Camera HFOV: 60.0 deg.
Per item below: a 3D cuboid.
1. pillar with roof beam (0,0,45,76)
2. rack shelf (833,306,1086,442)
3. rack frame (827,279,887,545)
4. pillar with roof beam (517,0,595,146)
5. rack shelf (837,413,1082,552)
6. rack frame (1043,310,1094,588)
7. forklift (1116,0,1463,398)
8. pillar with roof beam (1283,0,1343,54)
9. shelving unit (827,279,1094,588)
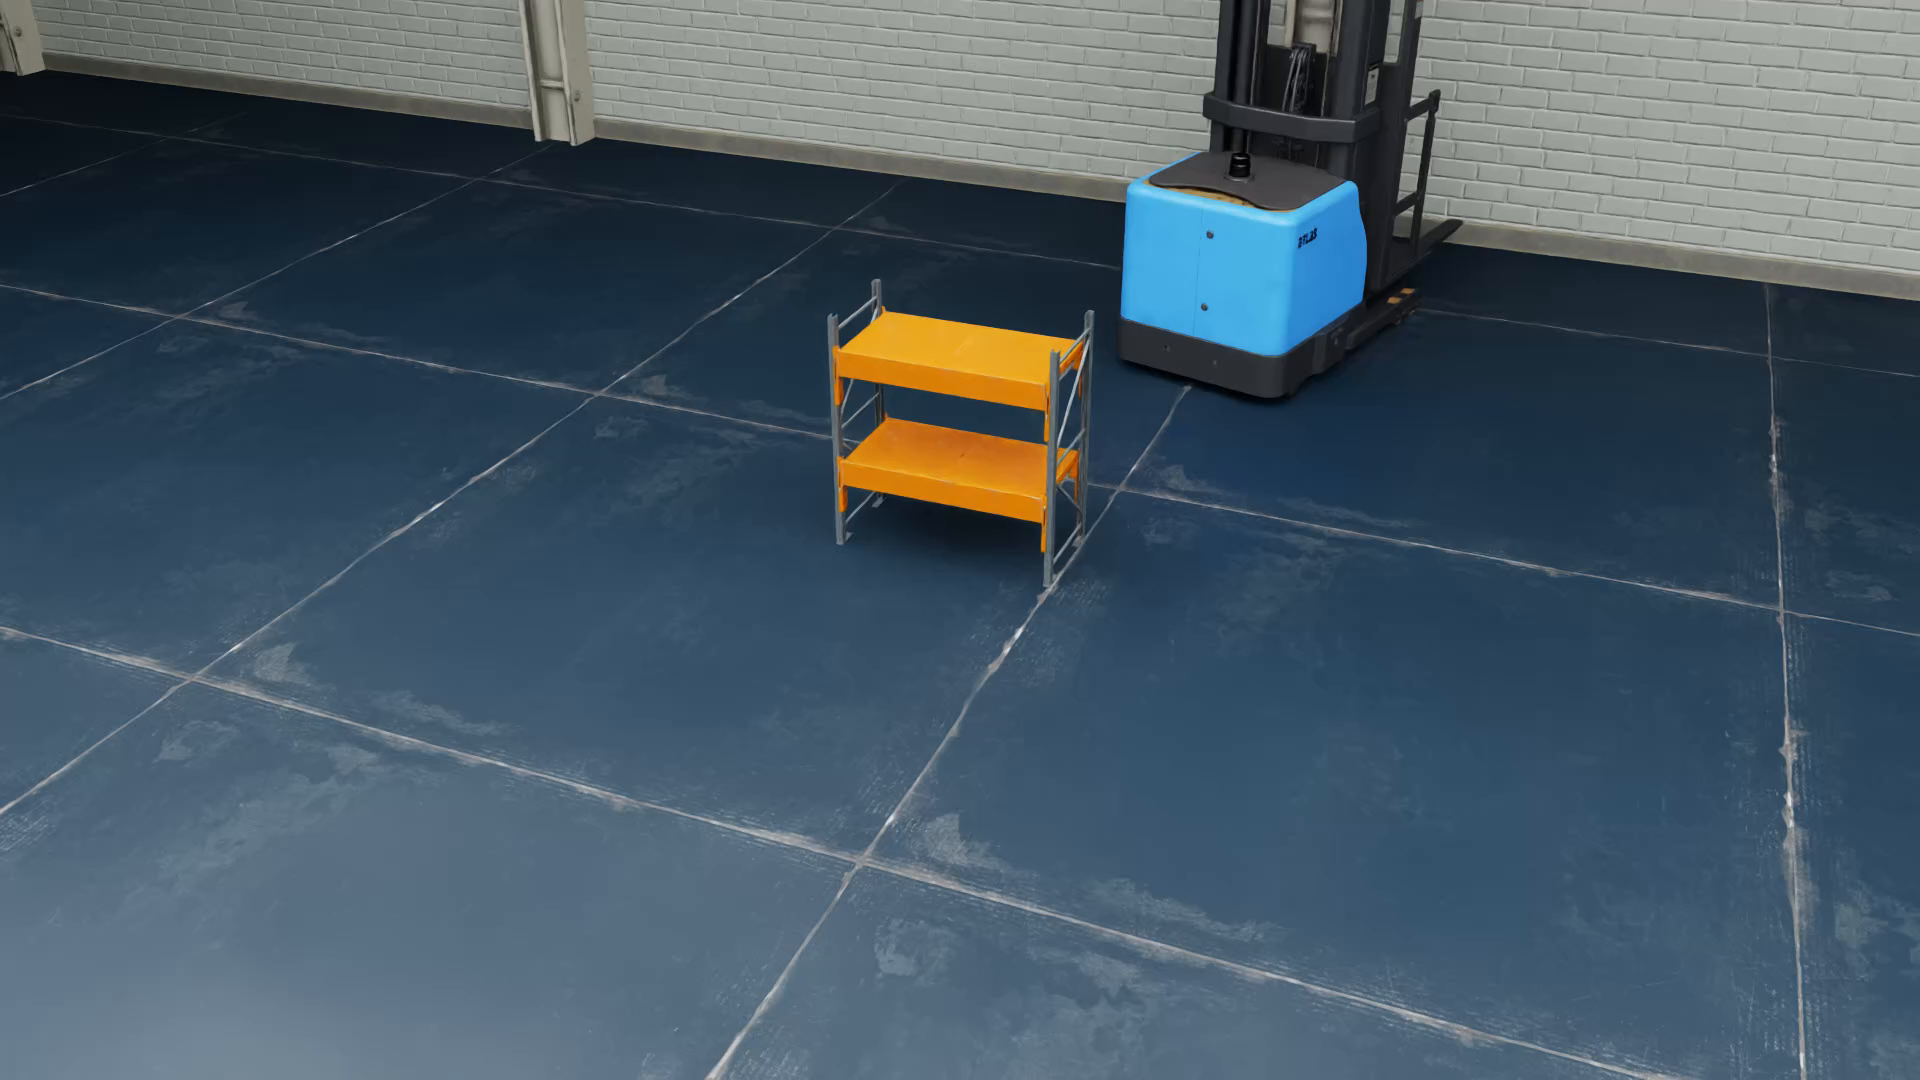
[{"bbox_3d":[-10.382,-6.331,9.806,0.400,9.000,9.100,11,31,19],"label":"pillar with roof beam"},{"bbox_3d":[0.006,-0.743,7.327,1.000,0.278,0.538,11,31,19],"label":"rack shelf"},{"bbox_3d":[-0.465,-0.582,7.637,0.032,1.125,0.500,11,31,19],"label":"rack frame"},{"bbox_3d":[-4.822,-5.221,7.842,0.400,9.000,9.100,11,31,19],"label":"pillar with roof beam"},{"bbox_3d":[0.006,-0.276,7.591,1.000,0.278,0.538,11,31,19],"label":"rack shelf"},{"bbox_3d":[0.477,-0.394,7.305,0.032,1.125,0.500,11,31,19],"label":"rack frame"},{"bbox_3d":[2.172,-2.707,9.561,1.130,2.935,3.031,20,35,31],"label":"forklift"},{"bbox_3d":[0.737,-4.111,5.878,0.400,9.000,9.100,11,31,19],"label":"pillar with roof beam"},{"bbox_3d":[0.006,-0.488,7.471,1.048,1.125,0.538,11,31,19],"label":"shelving unit"}]
